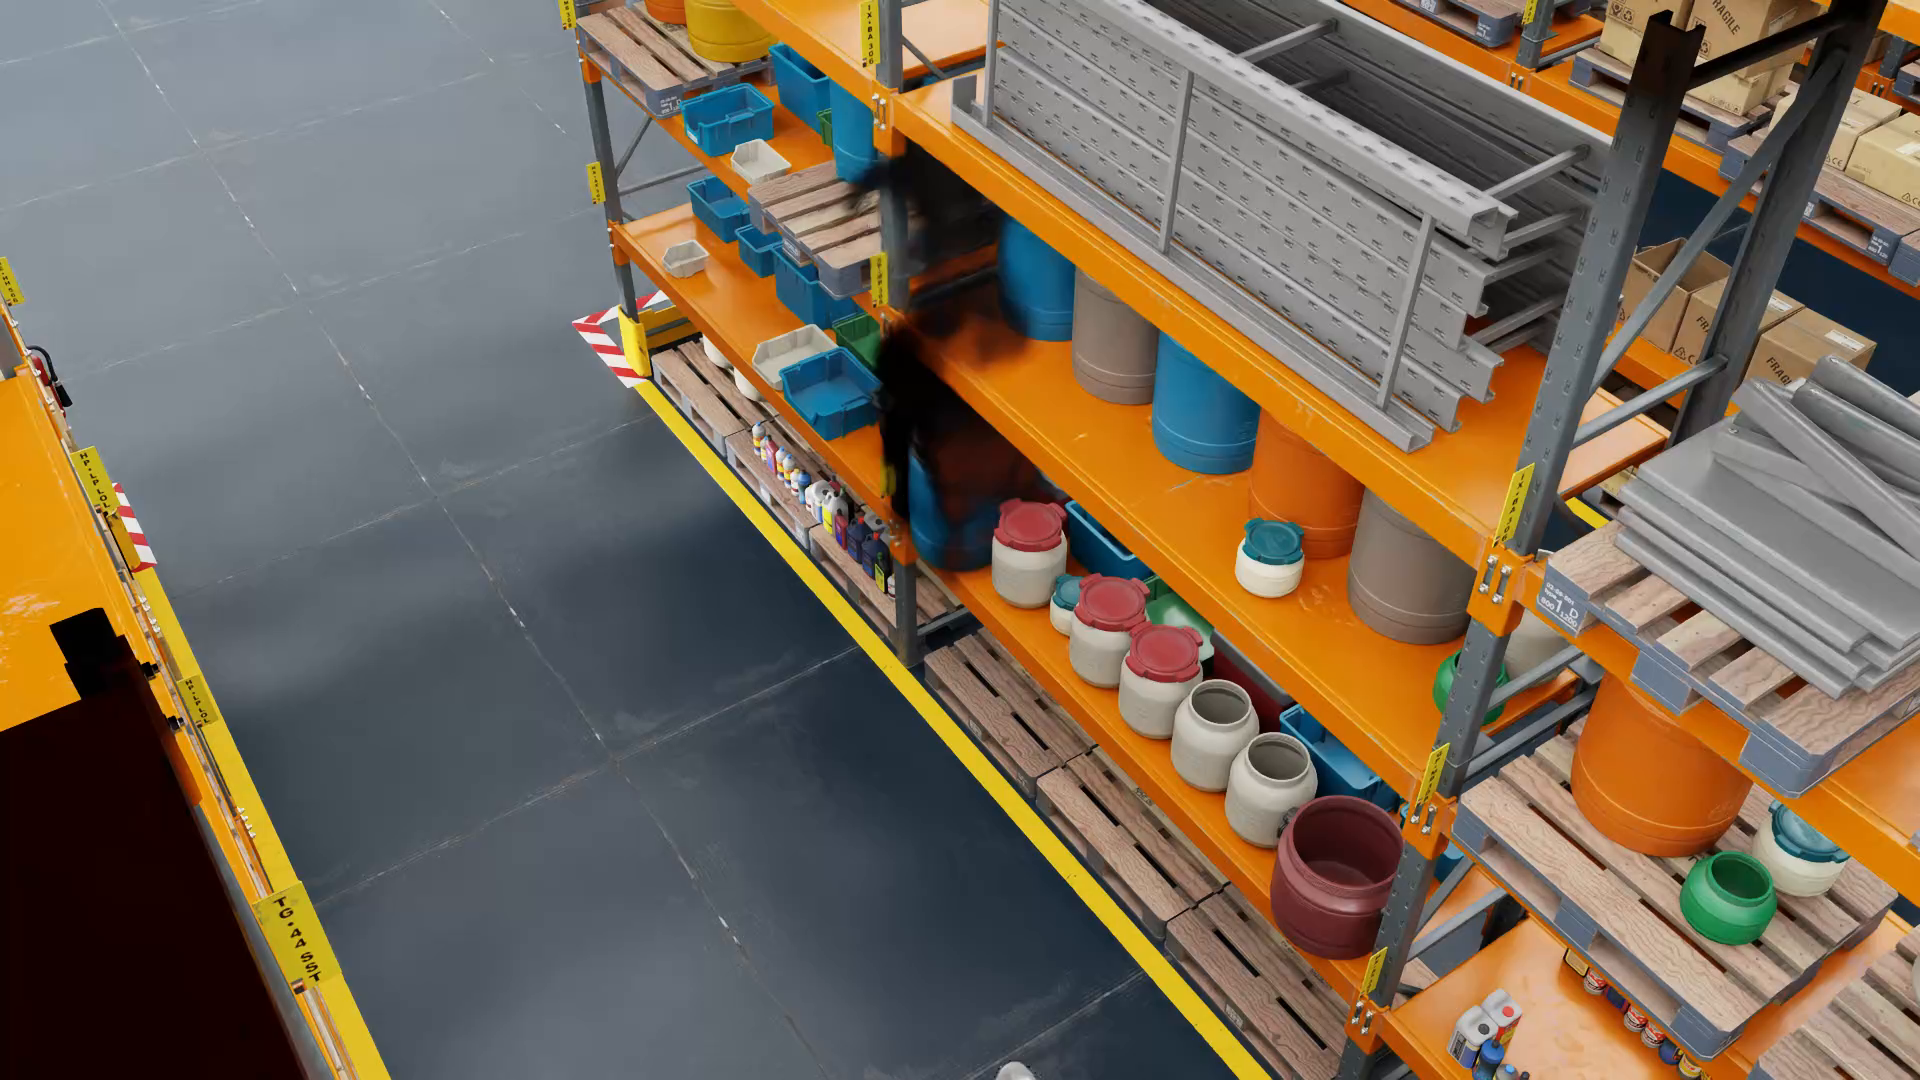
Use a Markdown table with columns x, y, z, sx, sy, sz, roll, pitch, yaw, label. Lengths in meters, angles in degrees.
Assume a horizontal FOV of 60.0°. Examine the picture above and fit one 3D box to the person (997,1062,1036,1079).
| x | y | z | sx | sy | sz | roll | pitch | yaw | label |
| --- | --- | --- | --- | --- | --- | --- | --- | --- | --- |
| 0.271 | 2.893 | 7.423 | 0.576 | 1.691 | 0.671 | -29 | 50 | -28 | person |
